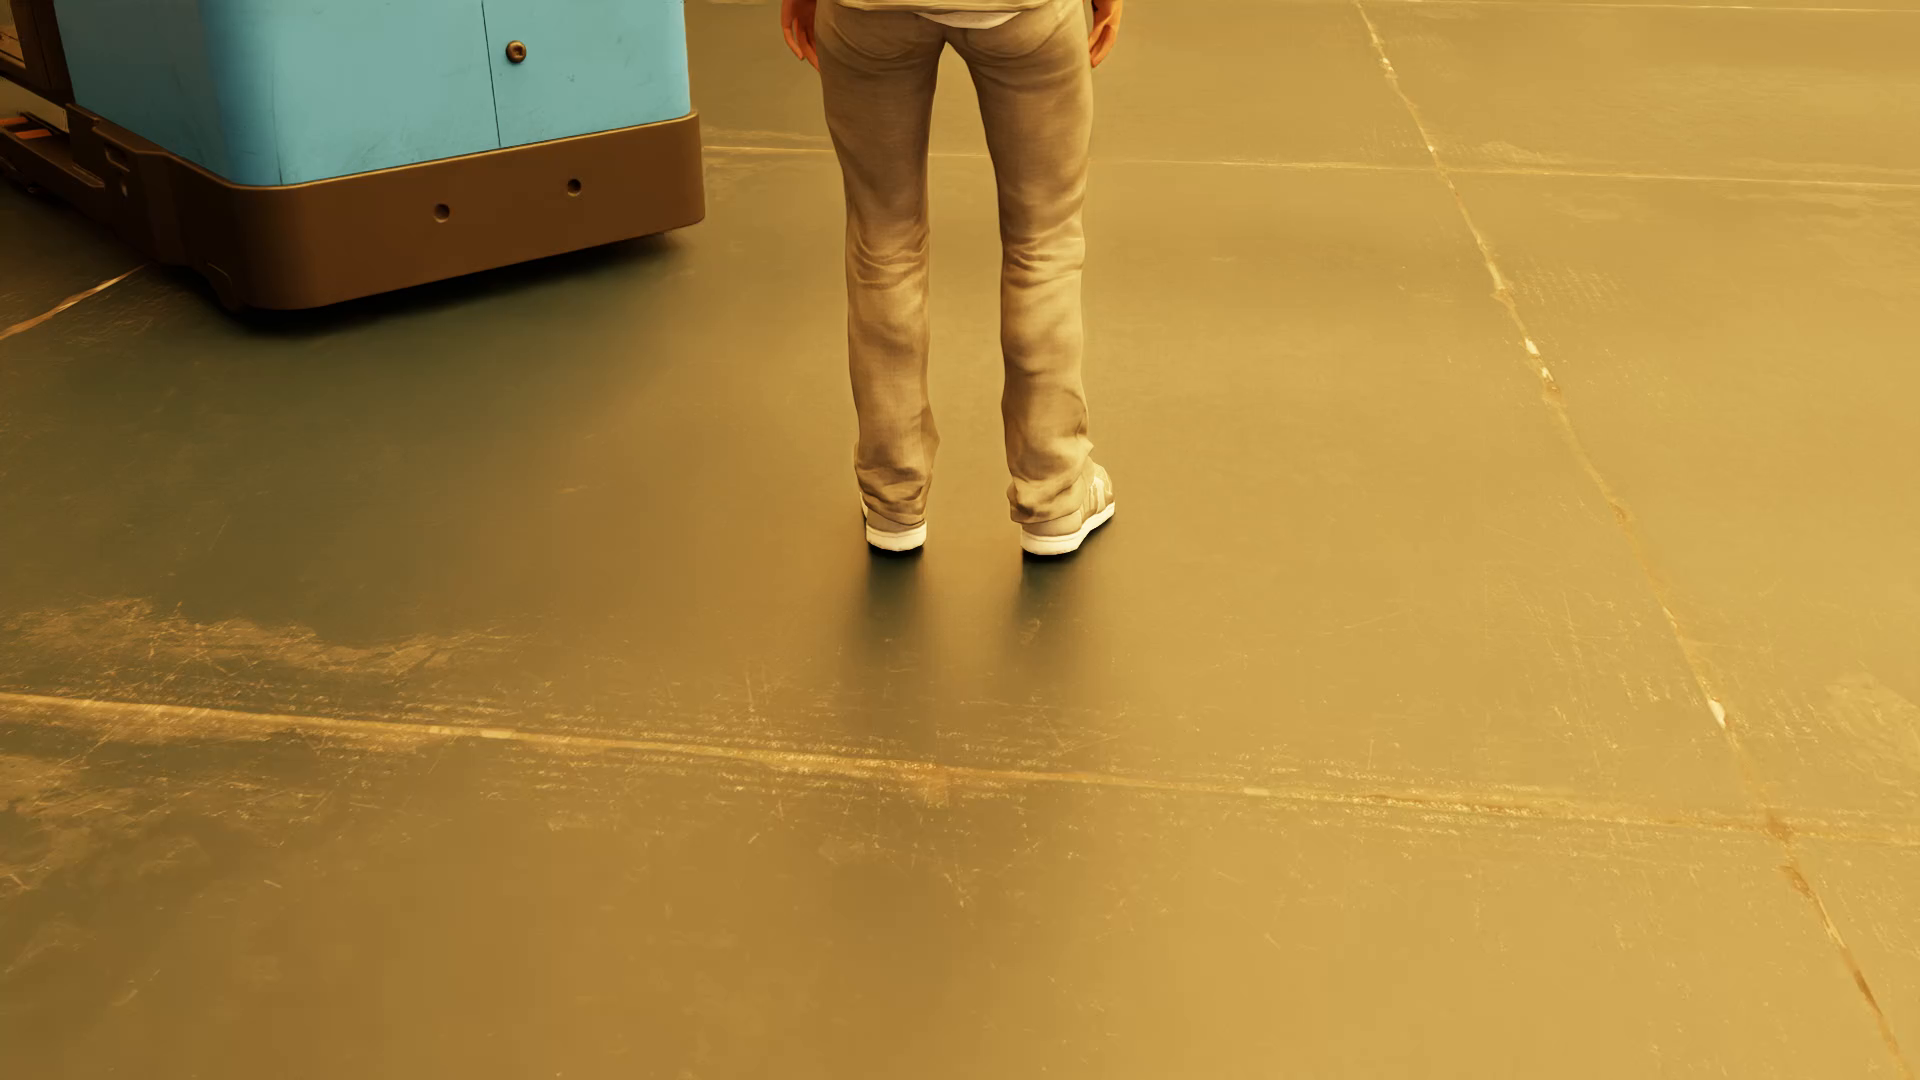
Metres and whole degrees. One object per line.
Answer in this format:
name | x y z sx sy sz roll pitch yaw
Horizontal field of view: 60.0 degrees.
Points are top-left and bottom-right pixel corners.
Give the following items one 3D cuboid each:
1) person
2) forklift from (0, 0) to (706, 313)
person | -0.008 -0.722 2.165 0.481 1.592 0.345 2 27 4
forklift | -1.941 -2.334 3.894 1.130 2.935 3.031 -22 34 -37
